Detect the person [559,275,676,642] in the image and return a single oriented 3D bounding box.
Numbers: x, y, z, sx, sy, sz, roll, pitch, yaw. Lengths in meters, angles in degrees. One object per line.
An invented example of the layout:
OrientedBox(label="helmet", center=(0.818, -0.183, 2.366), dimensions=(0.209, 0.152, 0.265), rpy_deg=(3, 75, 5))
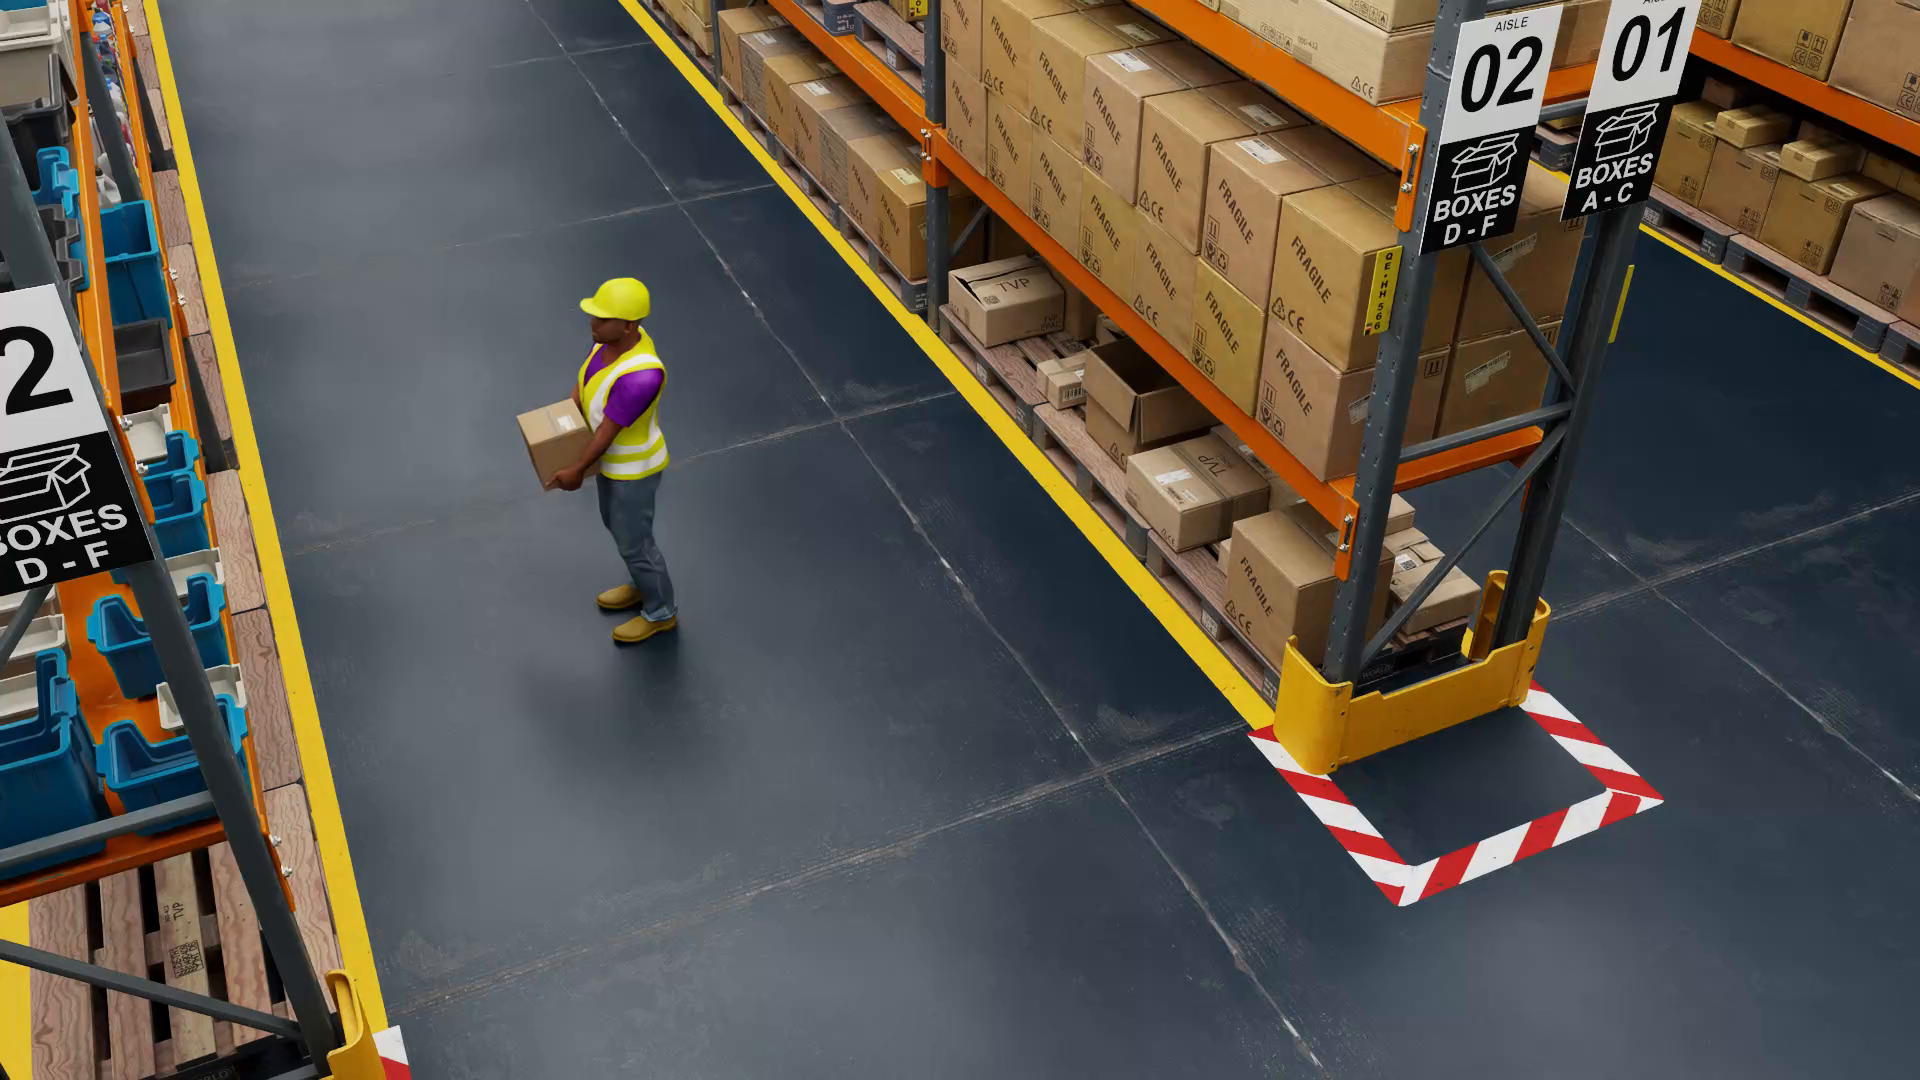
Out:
OrientedBox(label="person", center=(-1.513, -0.324, 7.258), dimensions=(0.538, 1.772, 0.582), rpy_deg=(-29, 46, -33))
